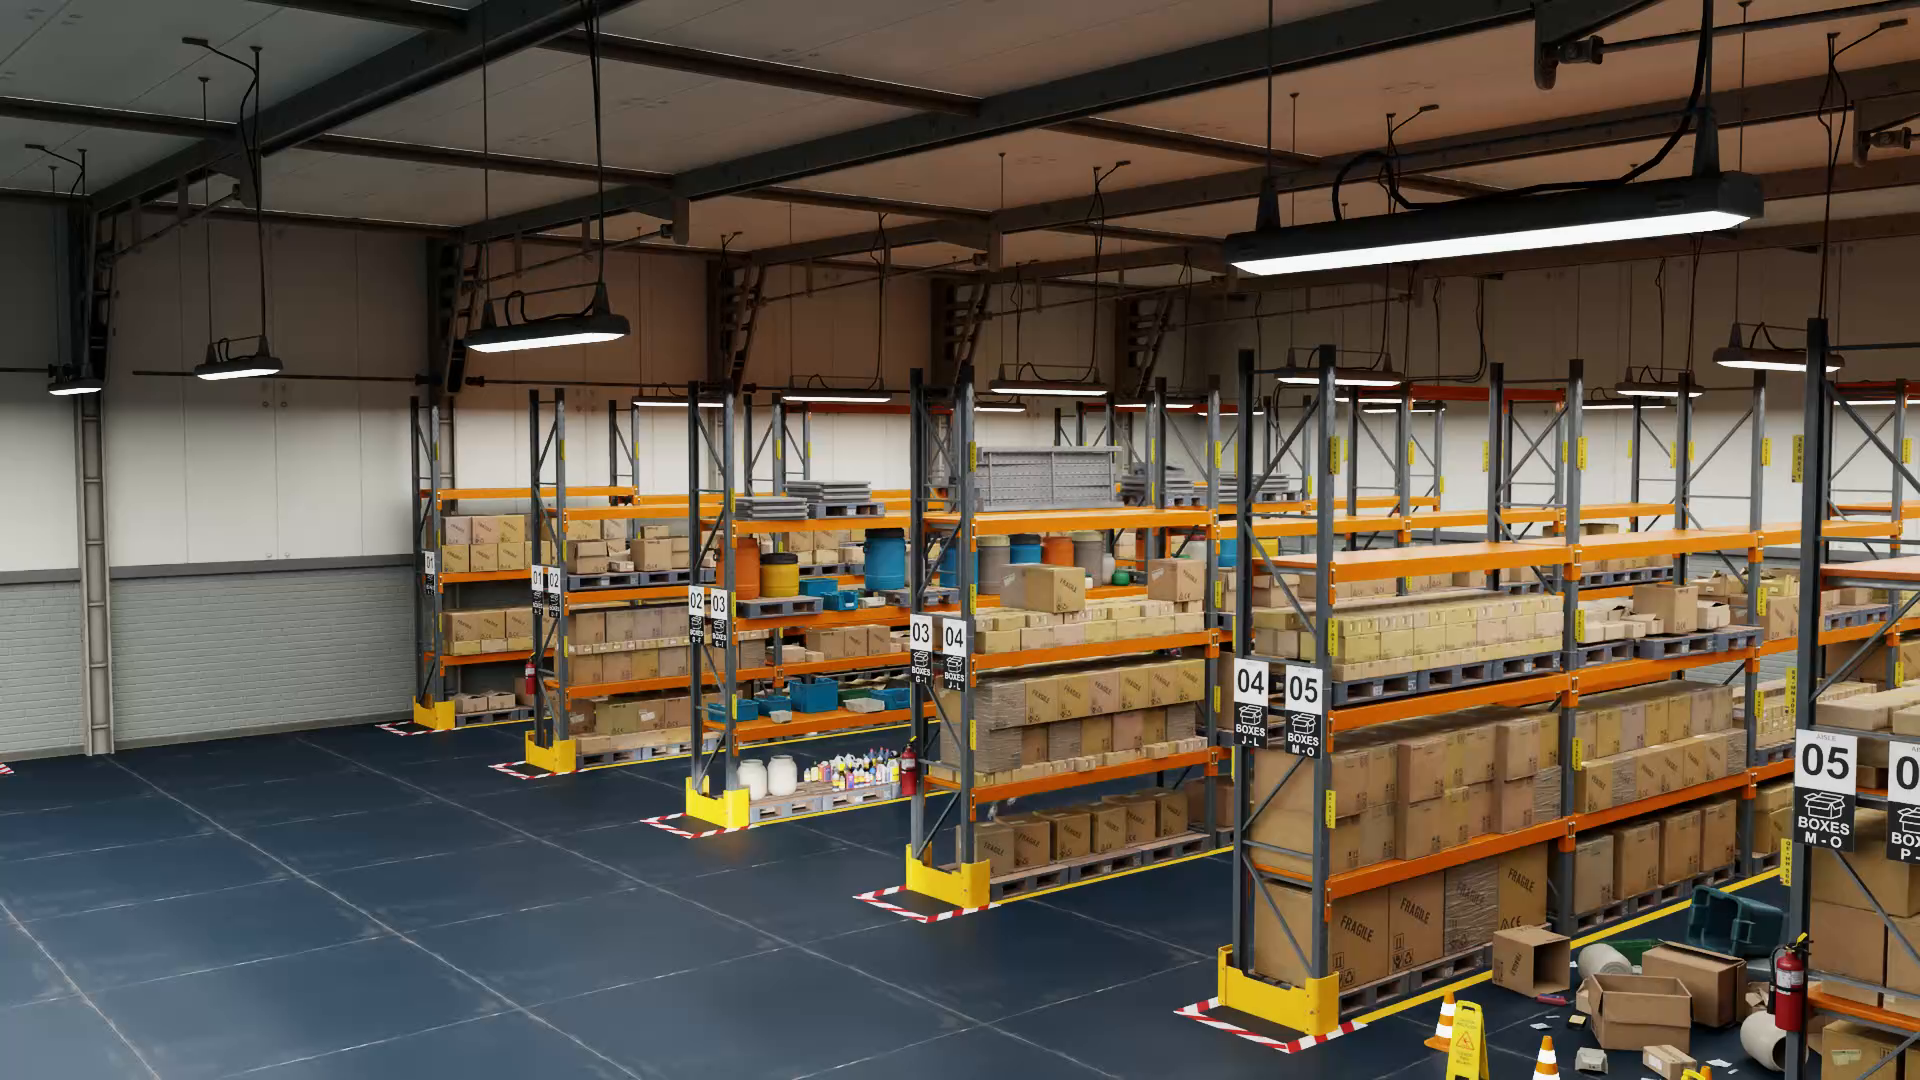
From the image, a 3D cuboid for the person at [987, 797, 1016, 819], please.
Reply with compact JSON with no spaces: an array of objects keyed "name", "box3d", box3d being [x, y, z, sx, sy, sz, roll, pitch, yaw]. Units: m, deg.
[{"name":"person","box3d":[0.602,3.006,23.128,0.562,1.625,0.844,2,4,28]}]
